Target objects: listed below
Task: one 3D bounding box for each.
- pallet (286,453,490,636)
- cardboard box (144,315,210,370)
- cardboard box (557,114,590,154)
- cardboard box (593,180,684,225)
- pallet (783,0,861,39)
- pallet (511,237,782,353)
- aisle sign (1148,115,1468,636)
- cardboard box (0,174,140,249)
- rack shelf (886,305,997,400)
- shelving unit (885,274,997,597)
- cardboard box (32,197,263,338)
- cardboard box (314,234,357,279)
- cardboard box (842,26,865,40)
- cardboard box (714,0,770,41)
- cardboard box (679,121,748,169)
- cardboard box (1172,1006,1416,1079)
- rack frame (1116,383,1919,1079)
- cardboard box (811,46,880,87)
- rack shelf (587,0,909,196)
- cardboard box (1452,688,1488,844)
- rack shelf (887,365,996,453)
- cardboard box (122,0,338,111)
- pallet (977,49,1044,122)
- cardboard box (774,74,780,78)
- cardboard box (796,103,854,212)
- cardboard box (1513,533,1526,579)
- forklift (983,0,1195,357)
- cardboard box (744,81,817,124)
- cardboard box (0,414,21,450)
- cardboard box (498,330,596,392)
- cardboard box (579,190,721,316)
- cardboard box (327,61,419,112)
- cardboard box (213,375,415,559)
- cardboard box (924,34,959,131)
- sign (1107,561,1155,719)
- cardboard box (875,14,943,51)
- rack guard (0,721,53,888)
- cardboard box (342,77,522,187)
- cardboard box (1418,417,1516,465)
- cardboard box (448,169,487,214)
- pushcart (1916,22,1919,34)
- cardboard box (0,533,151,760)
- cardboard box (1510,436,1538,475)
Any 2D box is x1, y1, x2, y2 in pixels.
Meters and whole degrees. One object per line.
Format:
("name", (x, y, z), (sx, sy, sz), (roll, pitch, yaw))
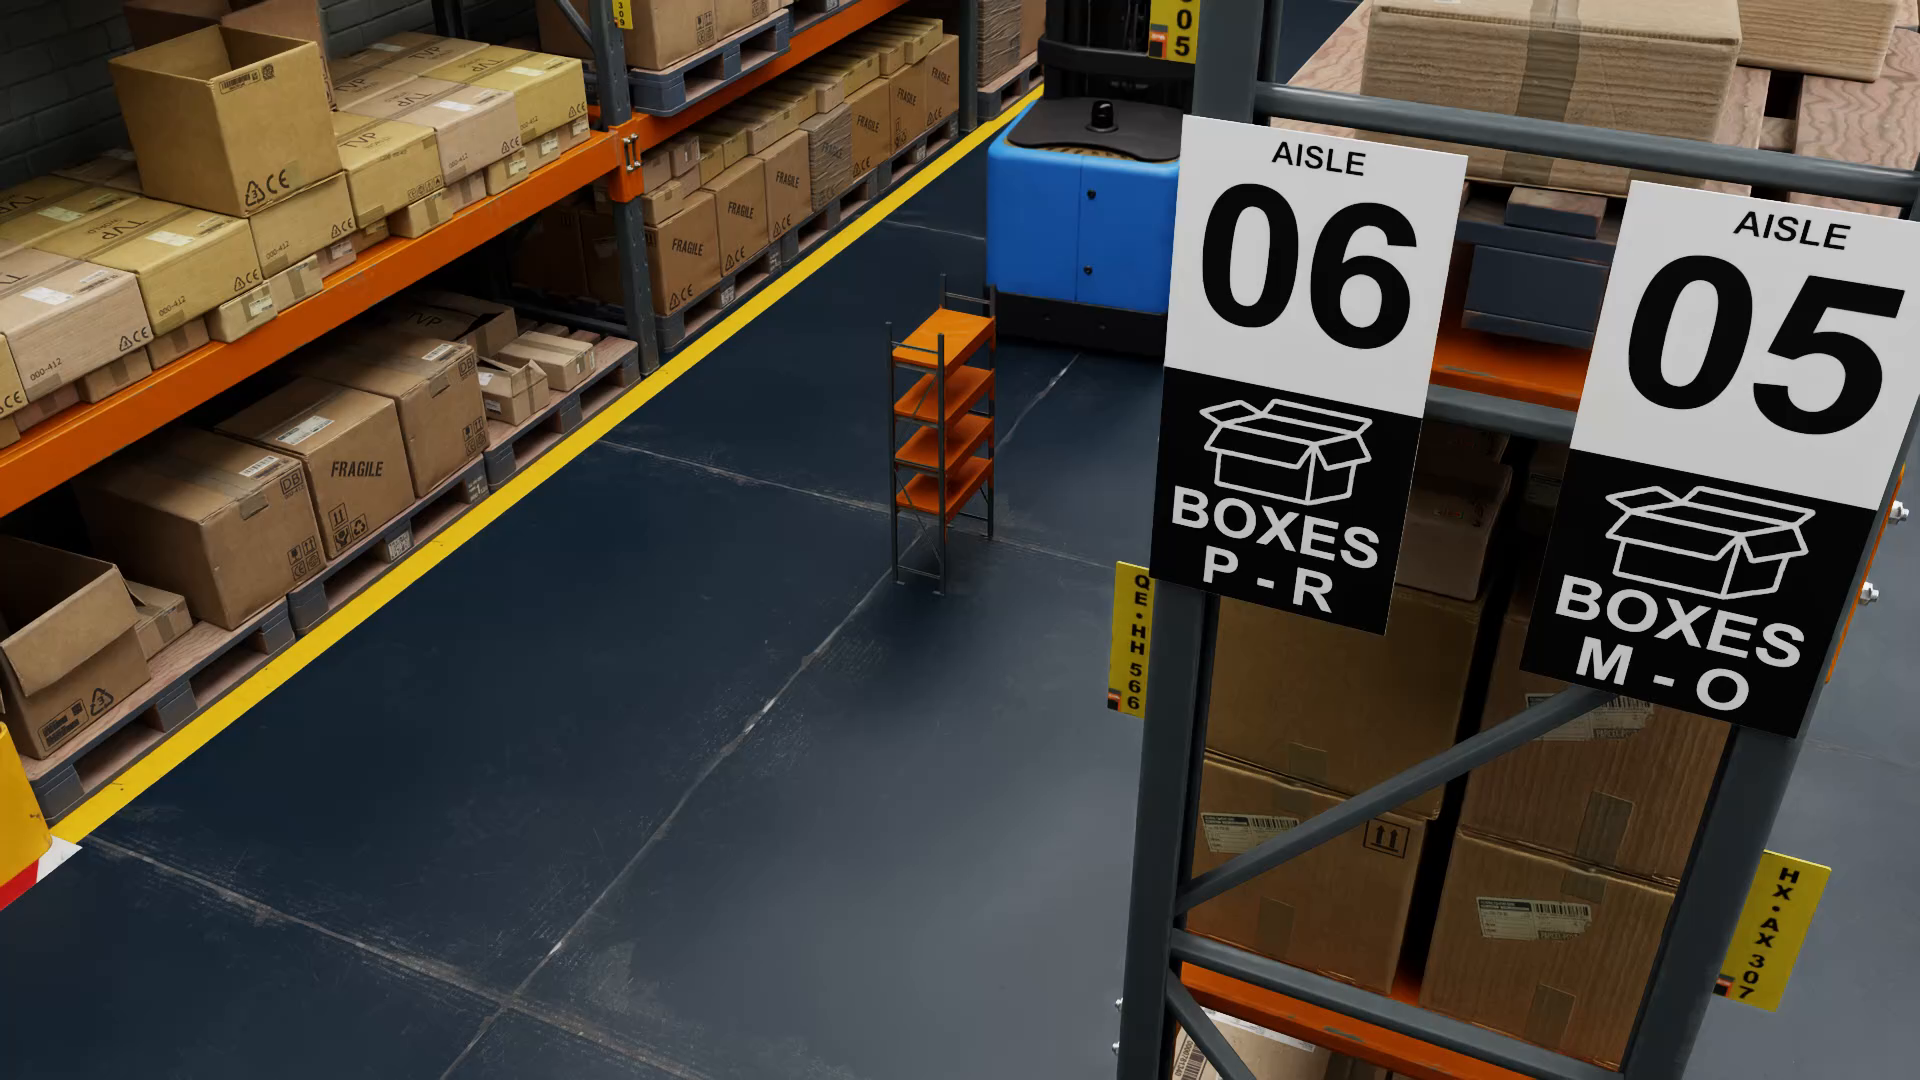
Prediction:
("pallet", (-2.829, -0.112, 7.228), (1.003, 0.211, 1.213), (14, 36, 20))
("cardboard box", (-2.908, -0.755, 5.895), (0.380, 0.149, 0.250), (15, 36, 21))
("cardboard box", (-1.936, -1.908, 7.653), (0.380, 0.149, 0.250), (15, 36, 21))
("cardboard box", (-1.640, -1.749, 8.487), (0.380, 0.149, 0.250), (16, 36, 23))
("pallet", (-1.168, -3.172, 9.527), (1.003, 0.211, 1.213), (14, 36, 20))
("pallet", (-1.726, -1.477, 9.311), (1.003, 0.211, 1.213), (14, 36, 20))
("aisle sign", (0.493, -0.223, 2.484), (0.394, 0.787, 0.004), (14, 36, 20))
("cardboard box", (-3.325, -1.091, 6.044), (0.500, 0.250, 0.500), (15, 36, 22))
("rack shelf", (-0.069, -0.748, 6.580), (0.258, 0.148, 0.480), (14, 36, 20))
("shelving unit", (-0.069, -0.419, 6.795), (0.258, 1.200, 0.503), (14, 36, 20))
("cardboard box", (-2.851, -0.968, 5.856), (0.500, 0.250, 0.500), (13, 36, 20))
("cardboard box", (-2.597, -1.143, 6.487), (0.380, 0.149, 0.250), (14, 36, 20))
("cardboard box", (-0.859, -3.435, 11.058), (0.380, 0.149, 0.250), (16, 37, 23))
("cardboard box", (-1.409, -2.895, 8.455), (0.700, 0.500, 0.500), (15, 36, 21))
("cardboard box", (-1.395, -2.175, 9.136), (0.380, 0.149, 0.250), (14, 36, 20))
("cardboard box", (0.990, 1.444, 4.267), (0.875, 0.438, 0.875), (13, 35, 19))
("rack frame", (0.805, 0.899, 3.143), (1.000, 3.000, 0.127), (14, 36, 20))
("cardboard box", (-0.723, -2.934, 10.294), (0.380, 0.149, 0.250), (15, 36, 22))
("rack shelf", (-1.195, -2.925, 9.631), (1.077, 0.370, 4.000), (14, 36, 20))
("cardboard box", (1.453, 0.426, 3.774), (0.500, 0.500, 0.500), (14, 36, 20))
("rack shelf", (-0.069, -0.550, 6.709), (0.258, 0.148, 0.480), (14, 36, 20))
("cardboard box", (-2.896, -1.924, 6.631), (0.500, 0.500, 0.500), (13, 35, 19))
("pallet", (0.022, -3.457, 12.329), (1.003, 0.211, 1.213), (14, 36, 20))
("cardboard box", (-1.289, -2.912, 10.260), (0.380, 0.149, 0.250), (13, 36, 19))
("cardboard box", (-0.976, -2.321, 9.951), (0.500, 0.500, 0.500), (13, 35, 19))
("cardboard box", (1.196, 0.052, 4.345), (0.500, 0.500, 0.500), (15, 36, 22))
("forklift", (1.076, -2.970, 9.107), (1.130, 2.935, 3.031), (11, 35, 16))
("cardboard box", (-1.064, -2.555, 9.716), (0.380, 0.149, 0.250), (14, 36, 21))
("cardboard box", (-3.254, -0.371, 5.309), (0.380, 0.149, 0.250), (15, 36, 22))
("cardboard box", (-1.998, -0.868, 8.056), (0.380, 0.149, 0.250), (13, 35, 19))
("cardboard box", (-1.625, -1.549, 8.774), (0.500, 0.500, 0.500), (16, 36, 23))
("cardboard box", (-2.688, -1.855, 7.209), (0.500, 0.250, 0.500), (14, 36, 20))
("cardboard box", (-2.658, -0.308, 6.881), (0.500, 0.500, 0.500), (15, 36, 21))
("cardboard box", (-0.340, -3.092, 11.127), (0.500, 0.500, 0.500), (15, 36, 22))
("sign", (0.318, 0.185, 2.961), (0.100, 0.325, 0.005), (14, 36, 20))
("cardboard box", (-0.335, -3.319, 10.882), (0.380, 0.149, 0.250), (12, 35, 18))
("rack guard", (-3.673, 0.770, 5.620), (1.175, 0.500, 0.348), (14, 36, 20))
("cardboard box", (-2.219, -1.729, 7.017), (0.500, 0.250, 0.500), (14, 36, 21))
("cardboard box", (0.857, -0.189, 3.207), (0.380, 0.149, 0.250), (15, 36, 21))
("cardboard box", (-2.246, -1.514, 7.052), (0.380, 0.149, 0.250), (15, 36, 22))
("pushcart", (7.917, -3.482, 12.217), (1.648, 0.377, 0.936), (3, 33, 4))
("cardboard box", (-3.363, 0.348, 5.878), (0.797, 0.503, 0.637), (13, 35, 19))
("cardboard box", (0.982, -0.122, 3.698), (0.500, 0.500, 0.500), (14, 36, 21))
